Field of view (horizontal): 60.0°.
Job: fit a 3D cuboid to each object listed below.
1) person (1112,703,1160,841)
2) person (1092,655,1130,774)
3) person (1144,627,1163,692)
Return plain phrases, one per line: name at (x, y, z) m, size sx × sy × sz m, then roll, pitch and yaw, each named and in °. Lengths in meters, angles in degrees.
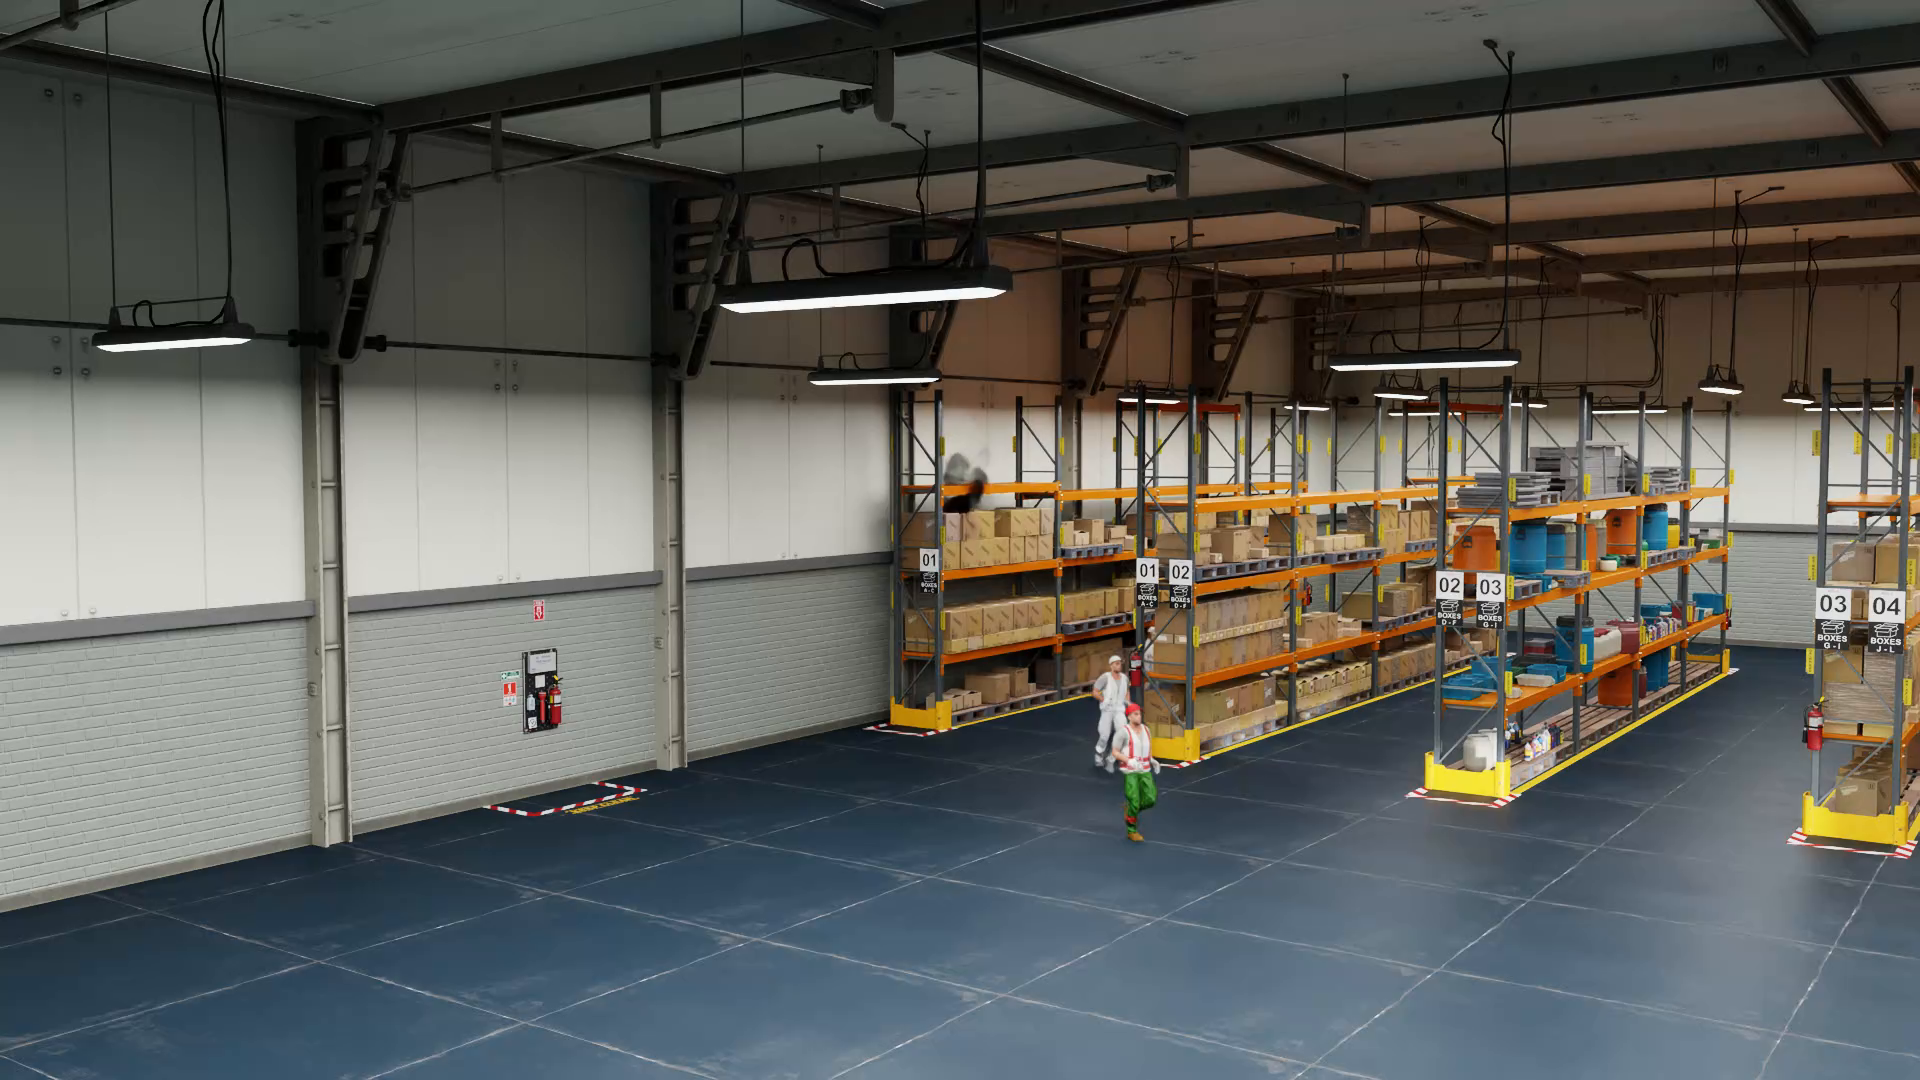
person at (2.242, 2.944, 21.133) m, size 0.655 × 1.742 × 0.594 m, roll -2°, pitch 4°, yaw -29°
person at (2.349, 2.662, 25.546) m, size 0.667 × 1.779 × 0.637 m, roll -1°, pitch 3°, yaw -14°
person at (3.609, 2.466, 30.755) m, size 0.574 × 1.728 × 0.754 m, roll 2°, pitch 4°, yaw 28°
